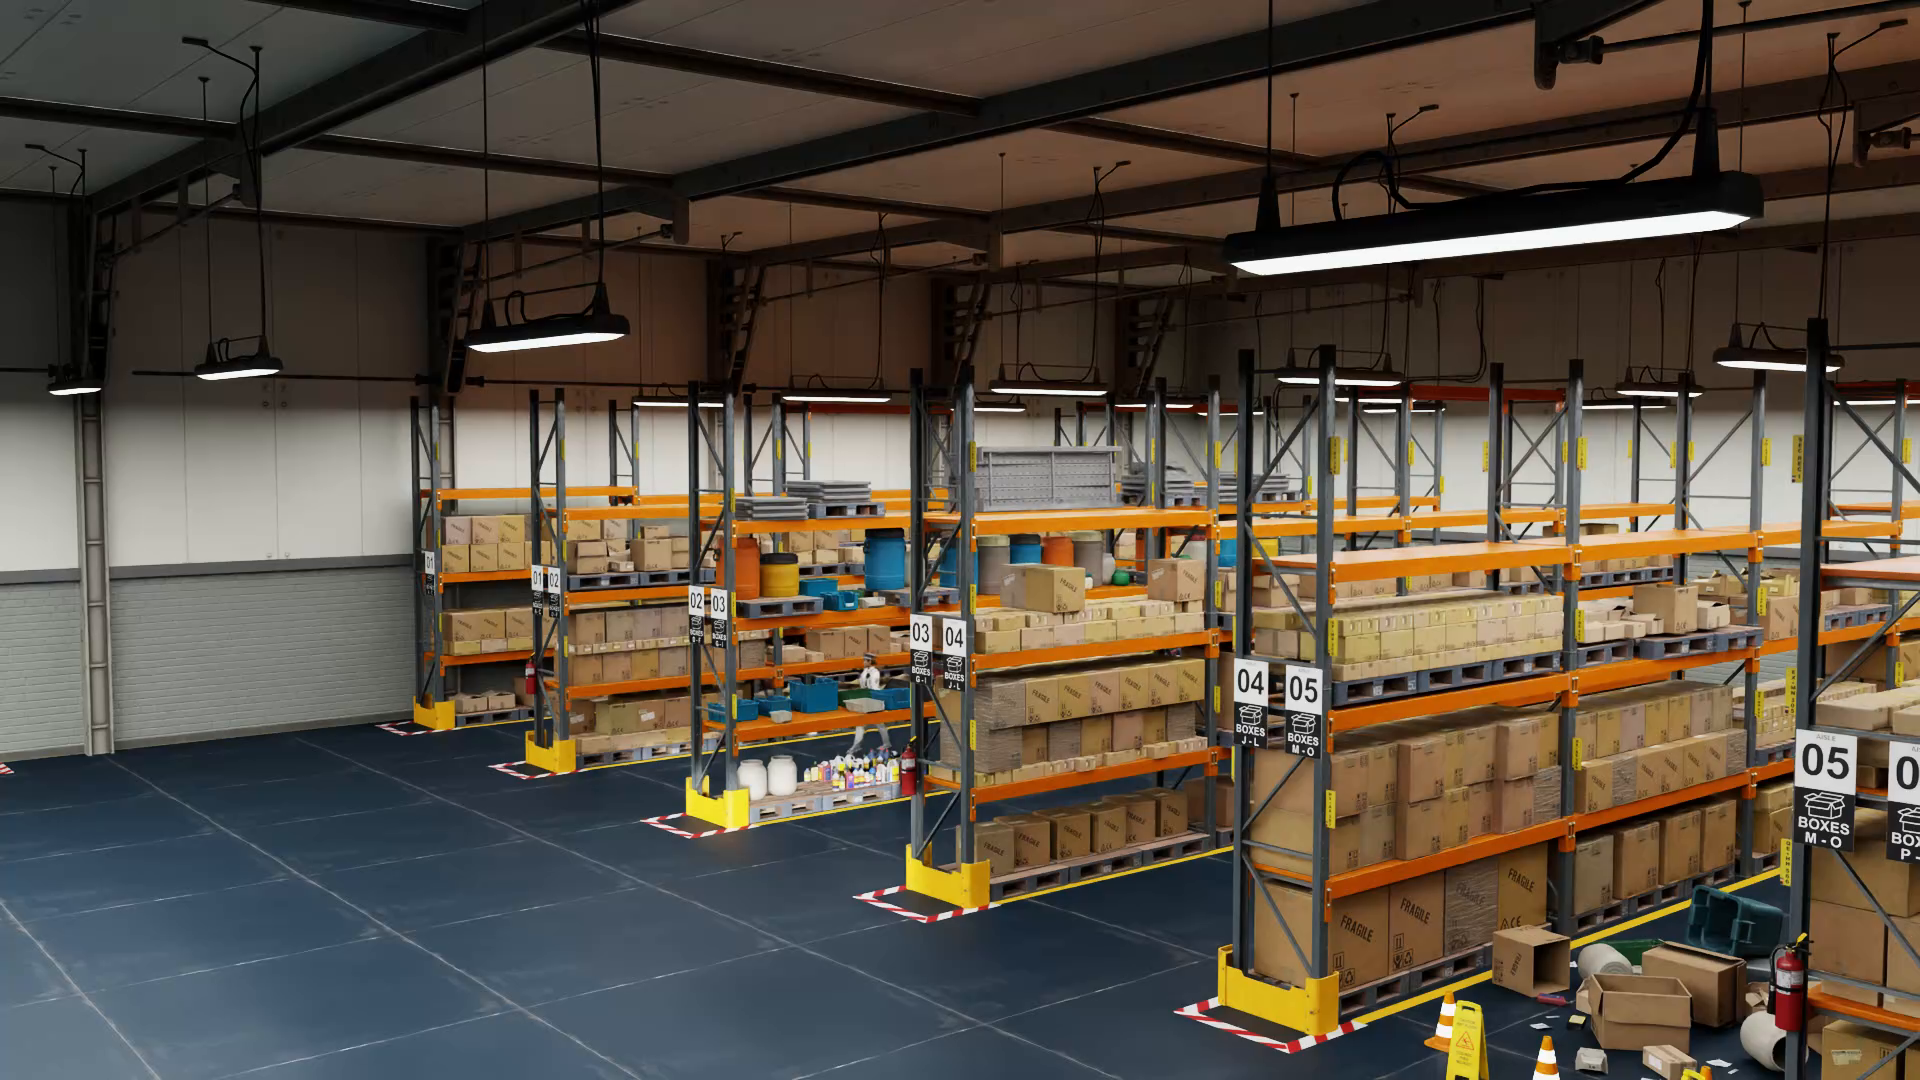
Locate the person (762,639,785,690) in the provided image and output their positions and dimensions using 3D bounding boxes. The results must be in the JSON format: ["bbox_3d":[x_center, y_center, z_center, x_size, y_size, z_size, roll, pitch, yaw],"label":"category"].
[{"bbox_3d":[-3.475,2.565,30.899,0.714,1.571,0.577,-3,4,-37],"label":"person"}]

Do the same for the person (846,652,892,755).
[{"bbox_3d":[-1.531,2.701,27.634,0.839,1.669,0.518,-3,4,-37],"label":"person"}]
